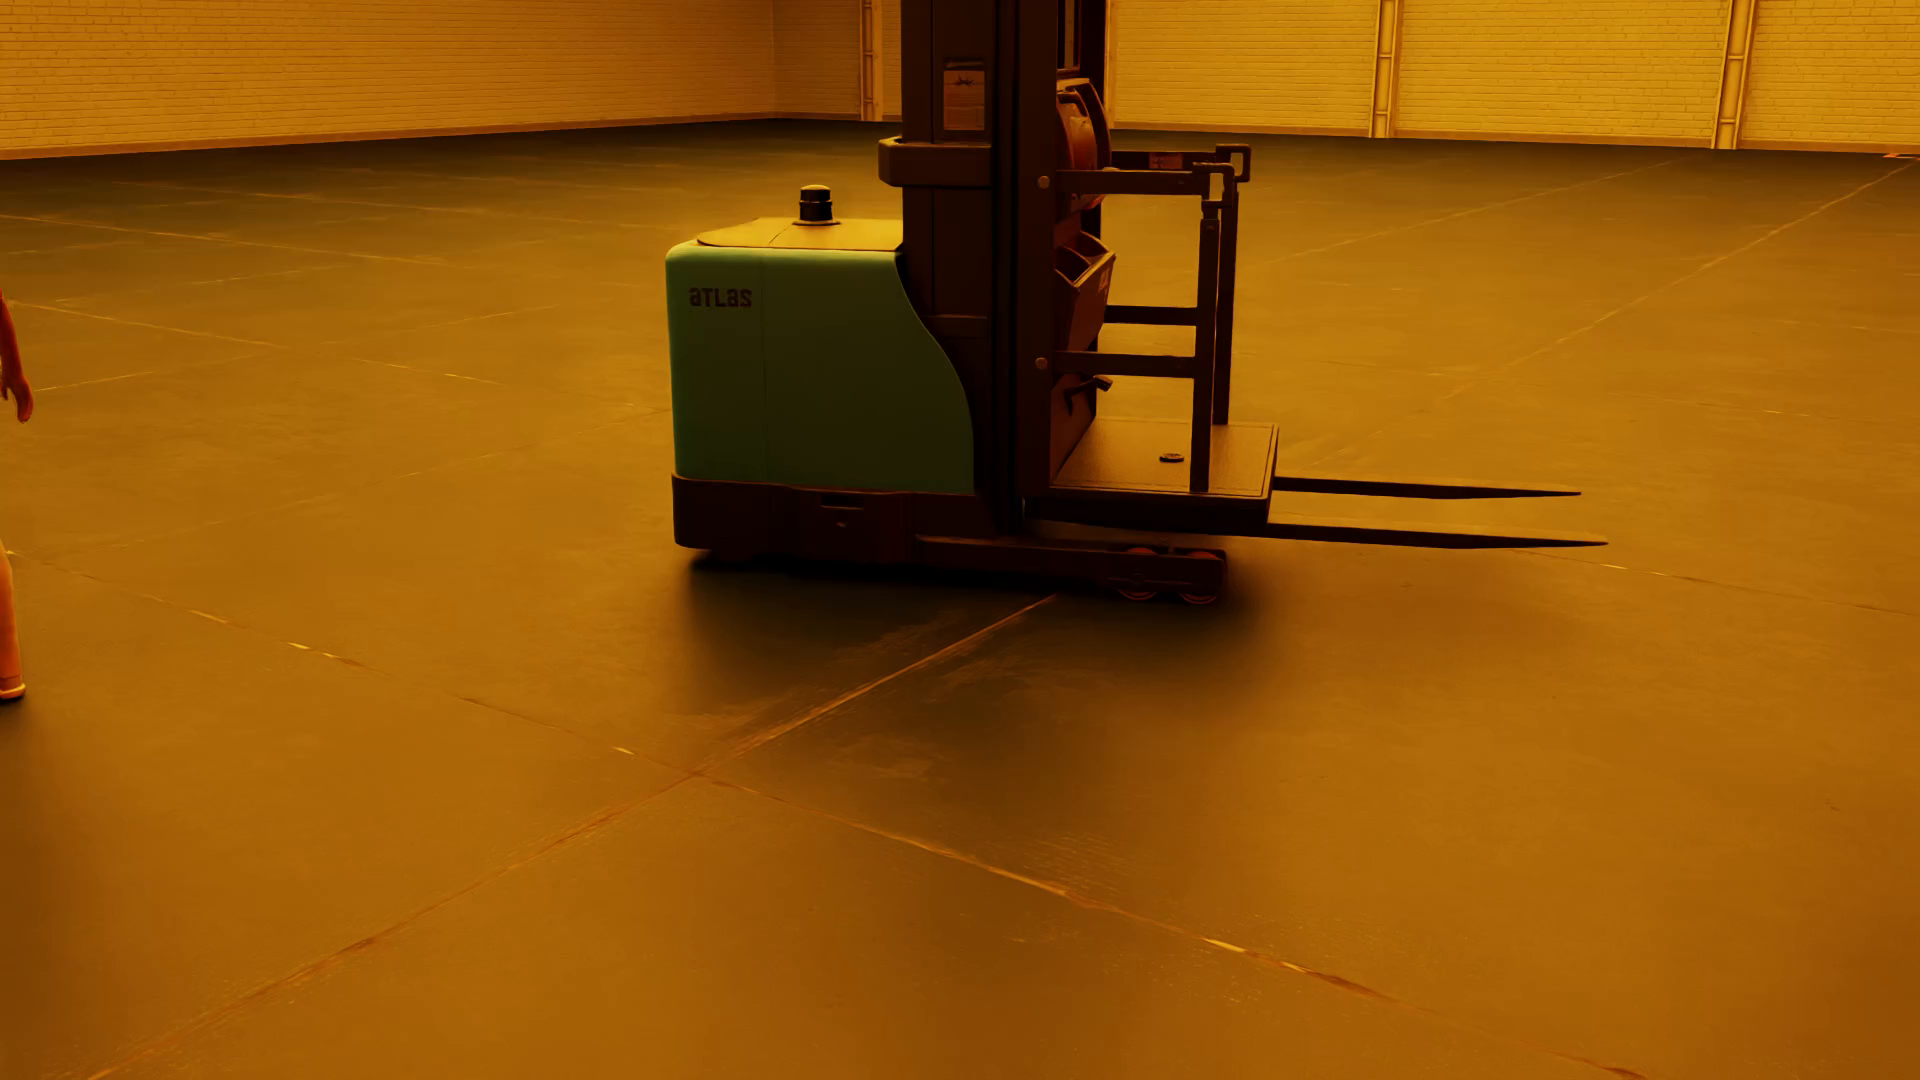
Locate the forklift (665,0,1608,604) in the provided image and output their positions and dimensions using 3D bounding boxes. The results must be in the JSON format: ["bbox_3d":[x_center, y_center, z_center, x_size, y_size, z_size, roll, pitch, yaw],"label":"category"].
[{"bbox_3d":[0.595,-1.367,5.404,3.031,2.935,1.130,4,17,12],"label":"forklift"}]

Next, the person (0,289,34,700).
[{"bbox_3d":[-2.706,-0.333,4.181,0.657,1.656,0.470,-14,22,-39],"label":"person"}]
